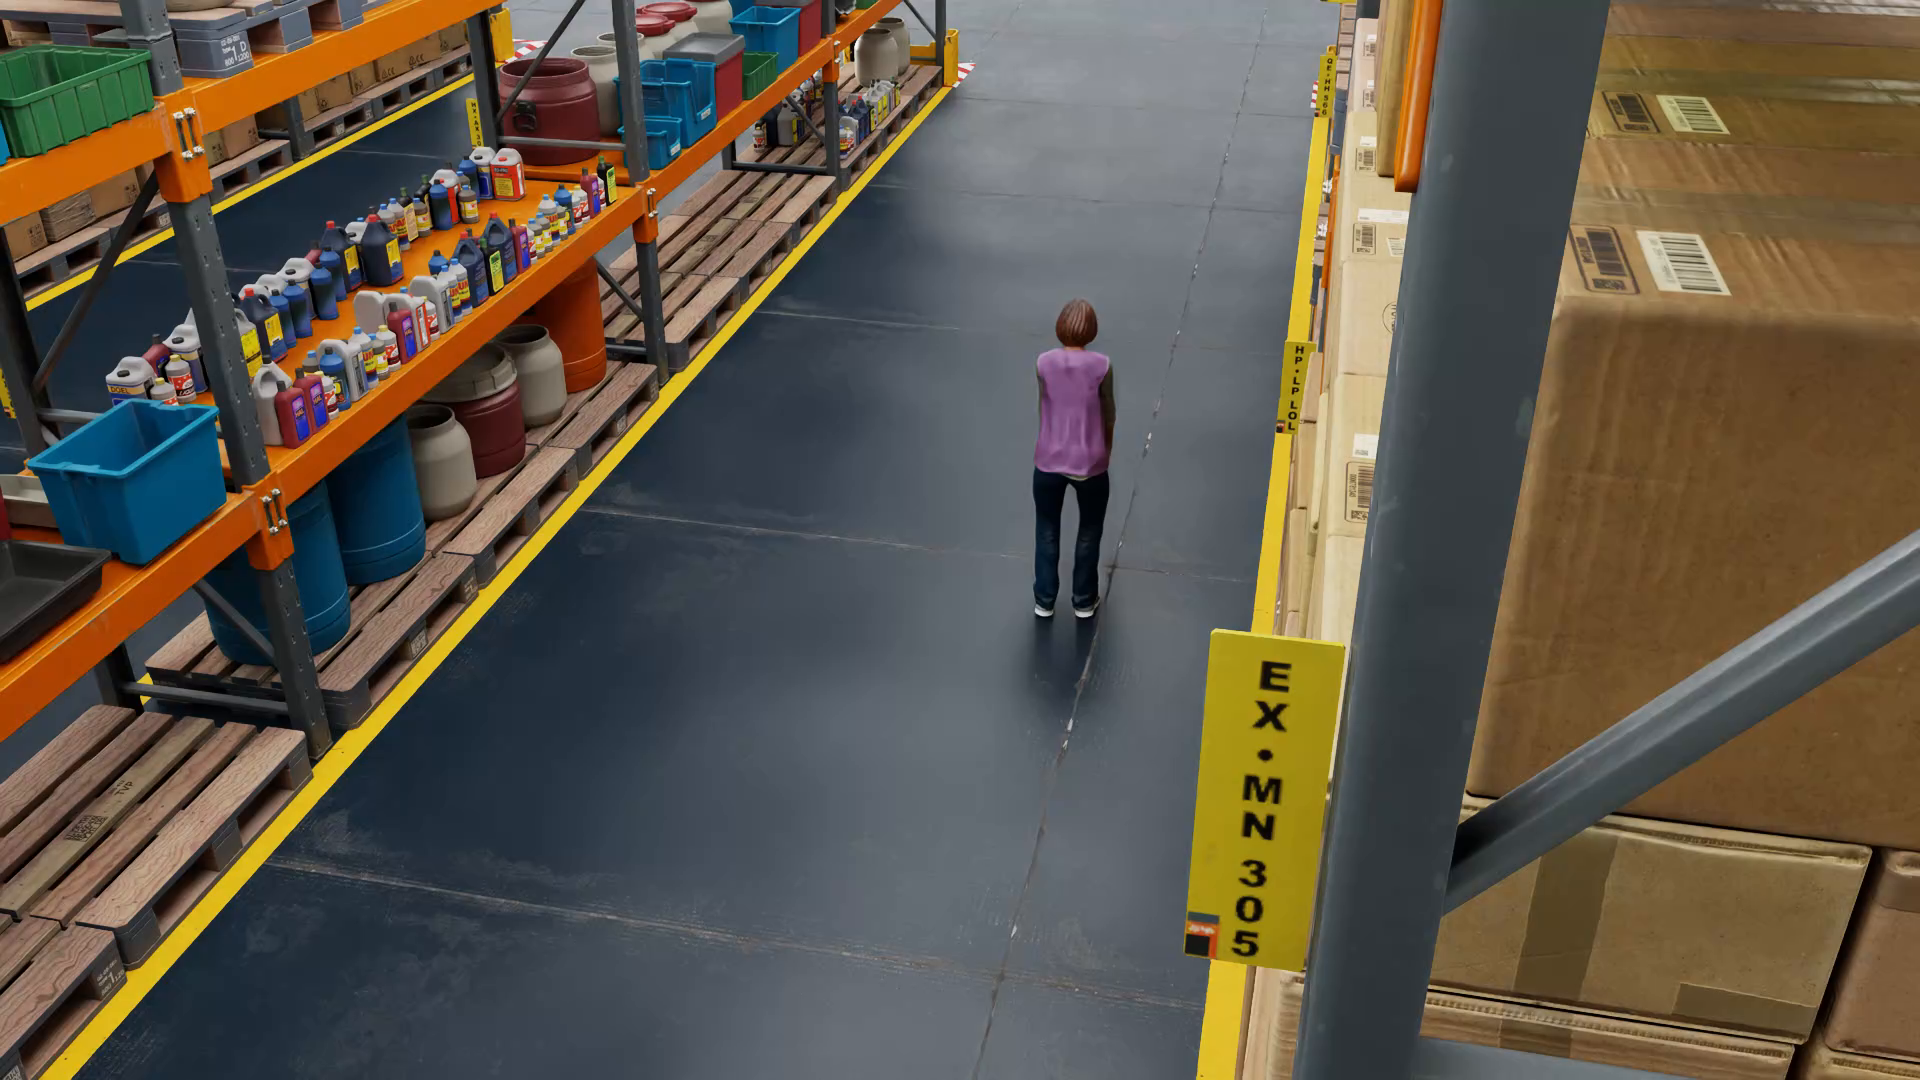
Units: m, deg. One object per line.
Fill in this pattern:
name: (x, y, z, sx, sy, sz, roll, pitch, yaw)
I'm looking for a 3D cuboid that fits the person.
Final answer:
person: (0.522, -0.248, 7.848, 0.373, 1.342, 0.386, 5, 30, 10)
